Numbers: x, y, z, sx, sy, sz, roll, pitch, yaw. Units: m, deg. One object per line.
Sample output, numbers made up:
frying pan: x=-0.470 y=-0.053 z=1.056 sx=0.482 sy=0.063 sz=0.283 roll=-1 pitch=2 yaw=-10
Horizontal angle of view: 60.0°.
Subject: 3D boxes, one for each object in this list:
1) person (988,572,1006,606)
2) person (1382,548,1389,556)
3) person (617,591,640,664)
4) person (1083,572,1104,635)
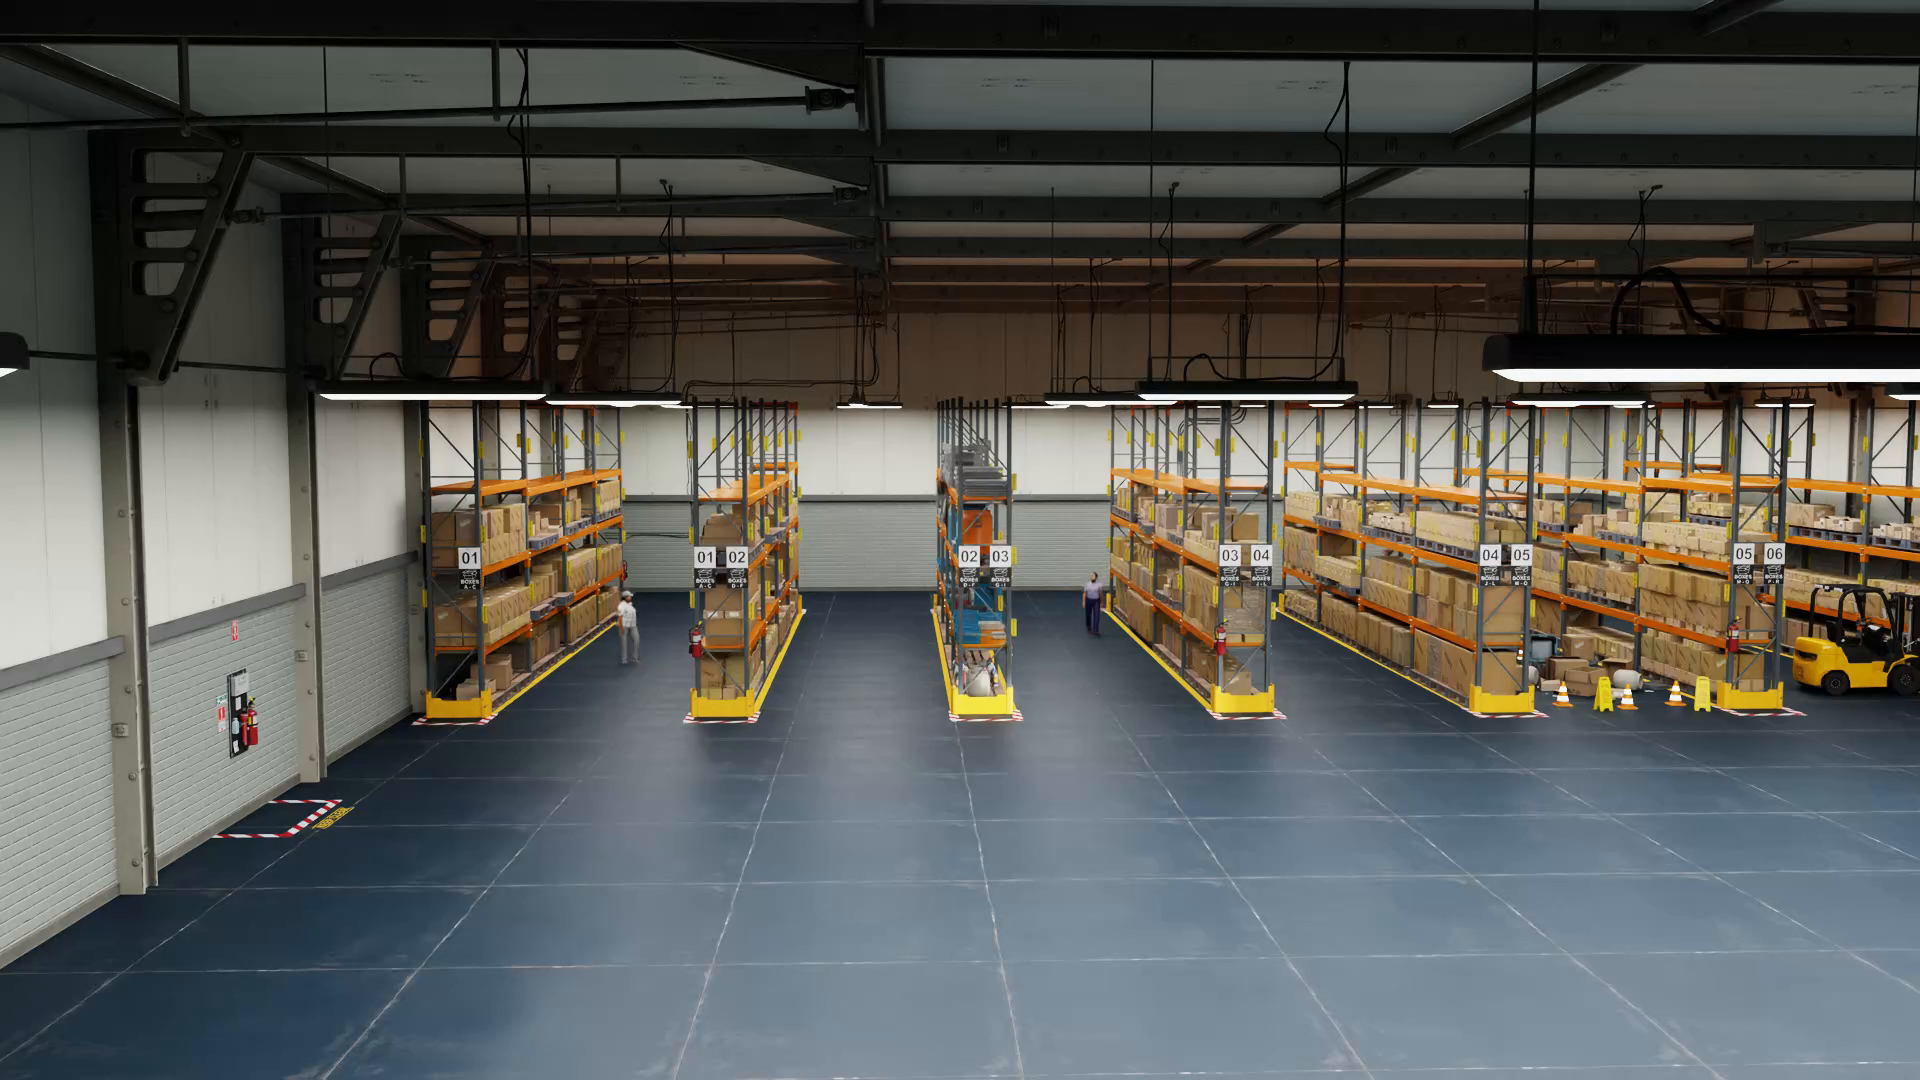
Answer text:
person: x=1.080 y=1.076 z=48.658 sx=0.673 sy=1.716 sz=1.134 roll=-1 pitch=5 yaw=-19
person: x=12.809 y=1.025 z=50.391 sx=0.811 sy=1.577 sz=0.393 roll=-2 pitch=5 yaw=-20
person: x=-7.569 y=2.004 z=37.873 sx=0.525 sy=1.708 sz=0.467 roll=-4 pitch=6 yaw=-38
person: x=3.428 y=1.625 z=42.732 sx=0.546 sy=1.603 sz=0.928 roll=0 pitch=4 yaw=5
